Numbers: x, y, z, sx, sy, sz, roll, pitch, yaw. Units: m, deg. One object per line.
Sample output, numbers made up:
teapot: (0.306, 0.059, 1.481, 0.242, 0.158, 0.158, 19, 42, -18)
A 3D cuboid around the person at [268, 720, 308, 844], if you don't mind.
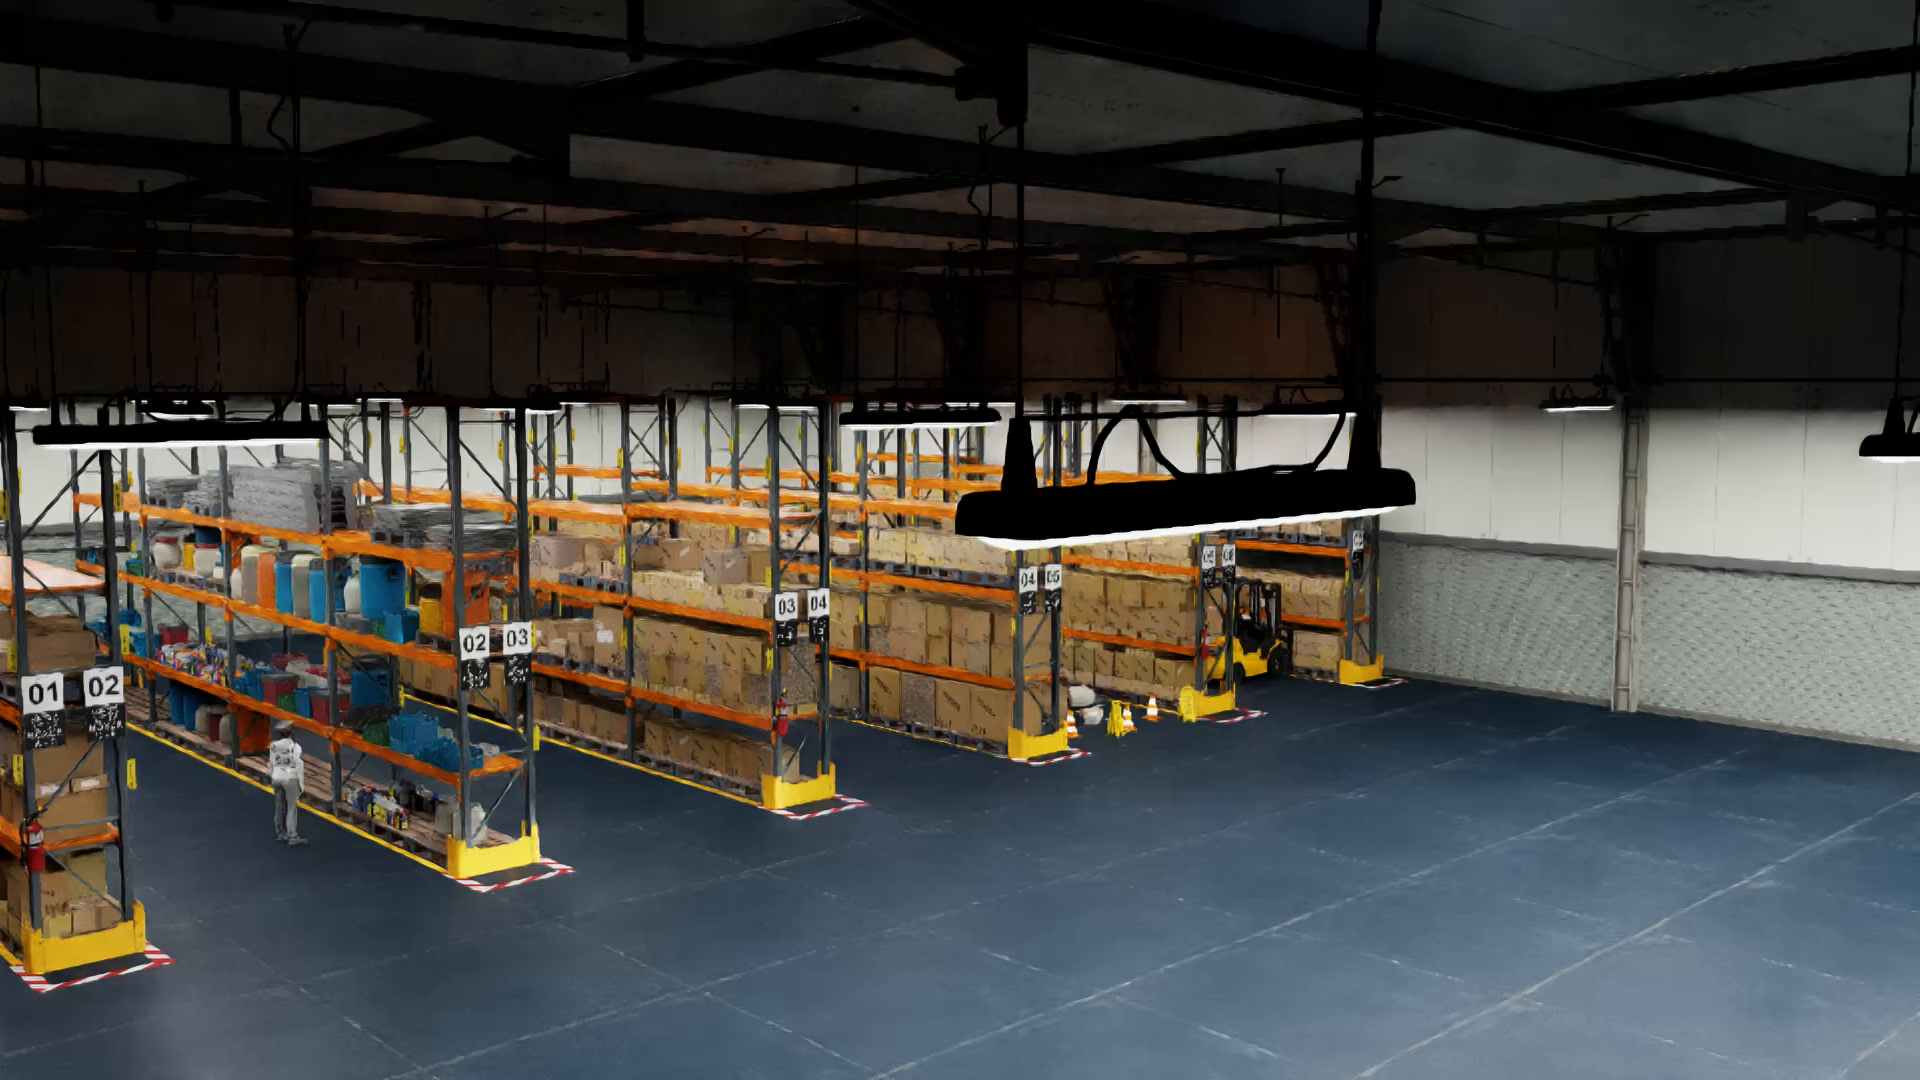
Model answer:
person: (-9.158, 3.294, 22.688, 0.538, 1.680, 0.408, 1, 6, 15)
